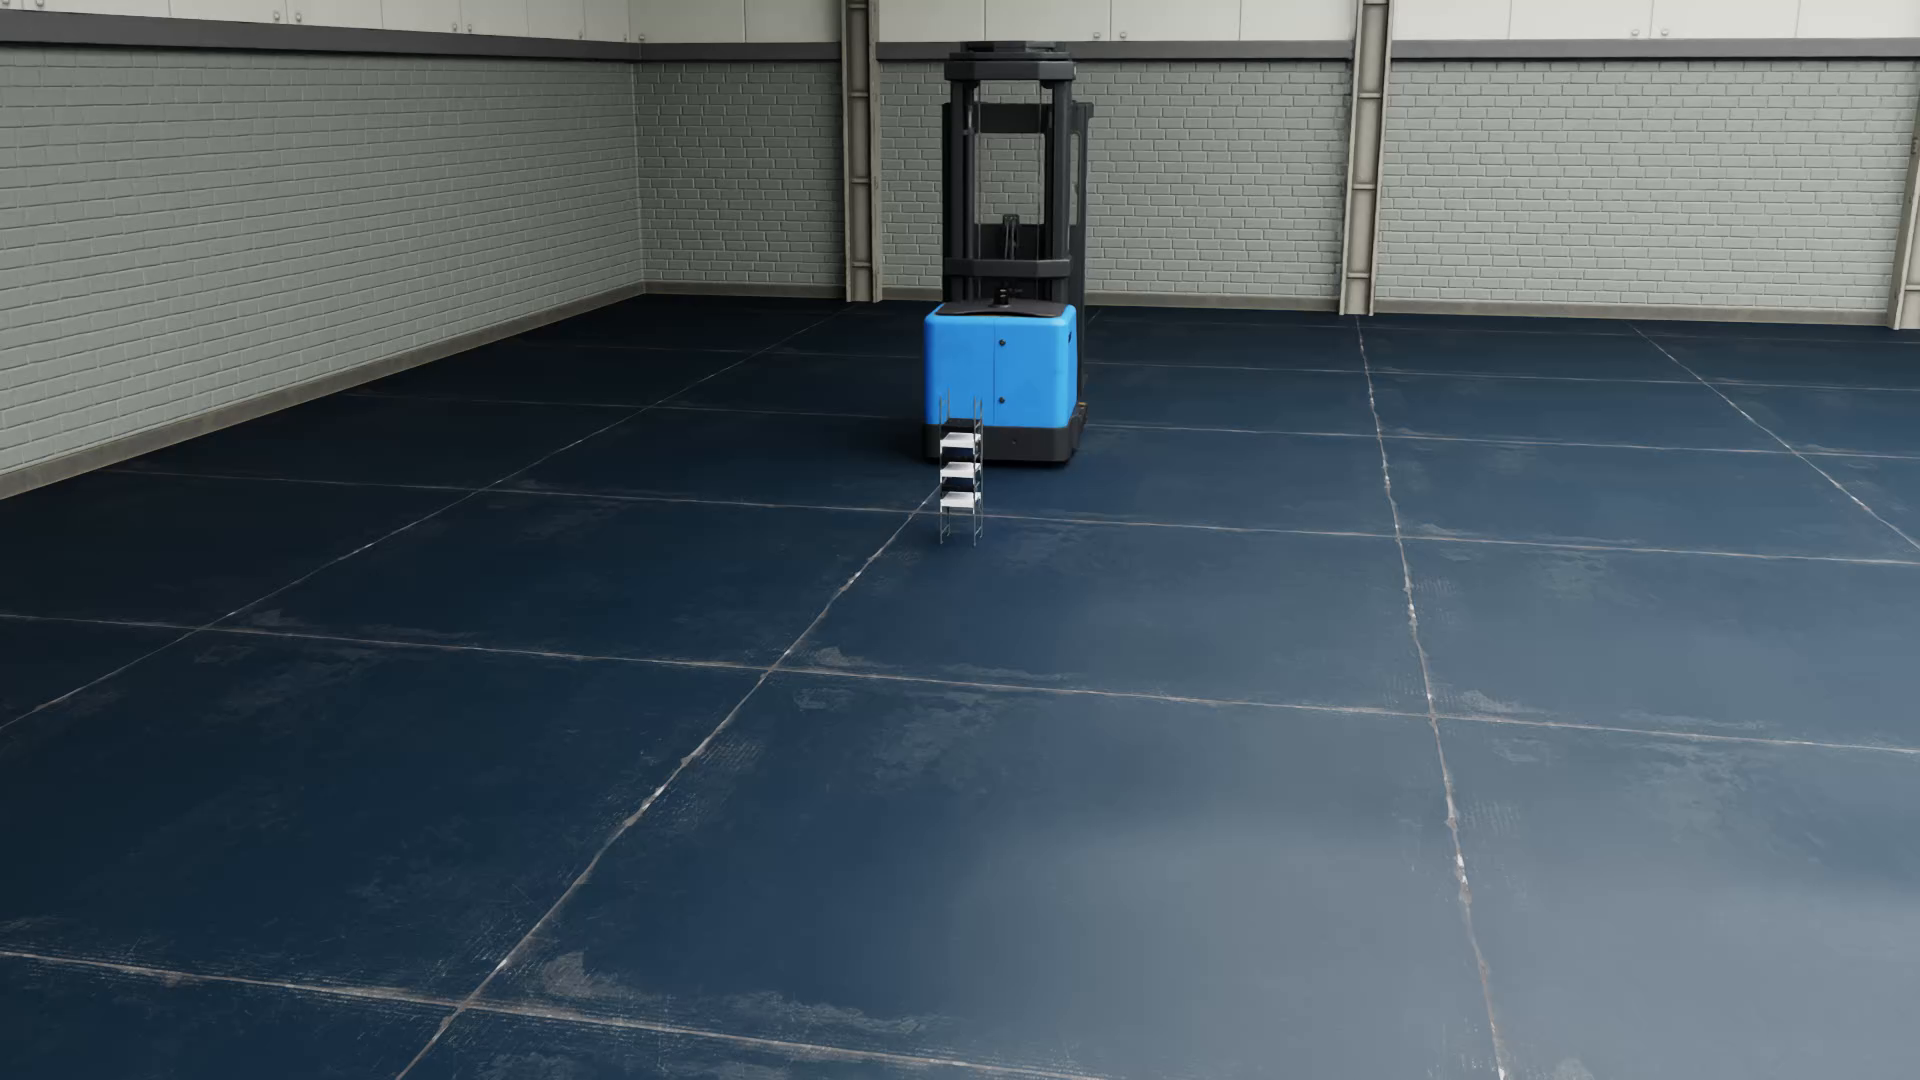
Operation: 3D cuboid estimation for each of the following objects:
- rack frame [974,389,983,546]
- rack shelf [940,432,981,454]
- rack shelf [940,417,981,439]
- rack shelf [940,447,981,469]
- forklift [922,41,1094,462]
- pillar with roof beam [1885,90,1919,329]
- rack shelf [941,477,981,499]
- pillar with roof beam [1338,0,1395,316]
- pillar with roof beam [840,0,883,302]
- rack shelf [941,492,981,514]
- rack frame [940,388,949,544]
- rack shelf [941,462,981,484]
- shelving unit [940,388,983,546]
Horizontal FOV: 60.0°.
[{"bbox_3d":[0.108,-0.428,9.851,0.006,0.900,0.240,3,16,11],"label":"rack frame"},{"bbox_3d":[0.008,-0.575,9.831,0.200,0.077,0.258,3,16,11],"label":"rack shelf"},{"bbox_3d":[0.008,-0.661,9.807,0.200,0.077,0.258,3,16,11],"label":"rack shelf"},{"bbox_3d":[0.008,-0.488,9.855,0.200,0.077,0.258,3,16,11],"label":"rack shelf"},{"bbox_3d":[0.442,-2.312,12.847,1.130,2.935,3.031,2,16,8],"label":"forklift"},{"bbox_3d":[9.705,-5.573,13.255,0.400,9.000,9.100,3,16,11],"label":"pillar with roof beam"},{"bbox_3d":[0.008,-0.314,9.903,0.200,0.077,0.258,3,16,11],"label":"rack shelf"},{"bbox_3d":[3.825,-5.892,14.407,0.400,9.000,9.100,3,16,11],"label":"pillar with roof beam"},{"bbox_3d":[-2.054,-6.212,15.560,0.400,9.000,9.100,3,16,11],"label":"pillar with roof beam"},{"bbox_3d":[0.008,-0.228,9.927,0.200,0.077,0.258,3,16,11],"label":"rack shelf"},{"bbox_3d":[-0.092,-0.439,9.890,0.006,0.900,0.240,3,16,11],"label":"rack frame"},{"bbox_3d":[0.008,-0.401,9.879,0.200,0.077,0.258,3,16,11],"label":"rack shelf"},{"bbox_3d":[0.008,-0.433,9.870,0.210,0.900,0.258,3,16,11],"label":"shelving unit"}]
